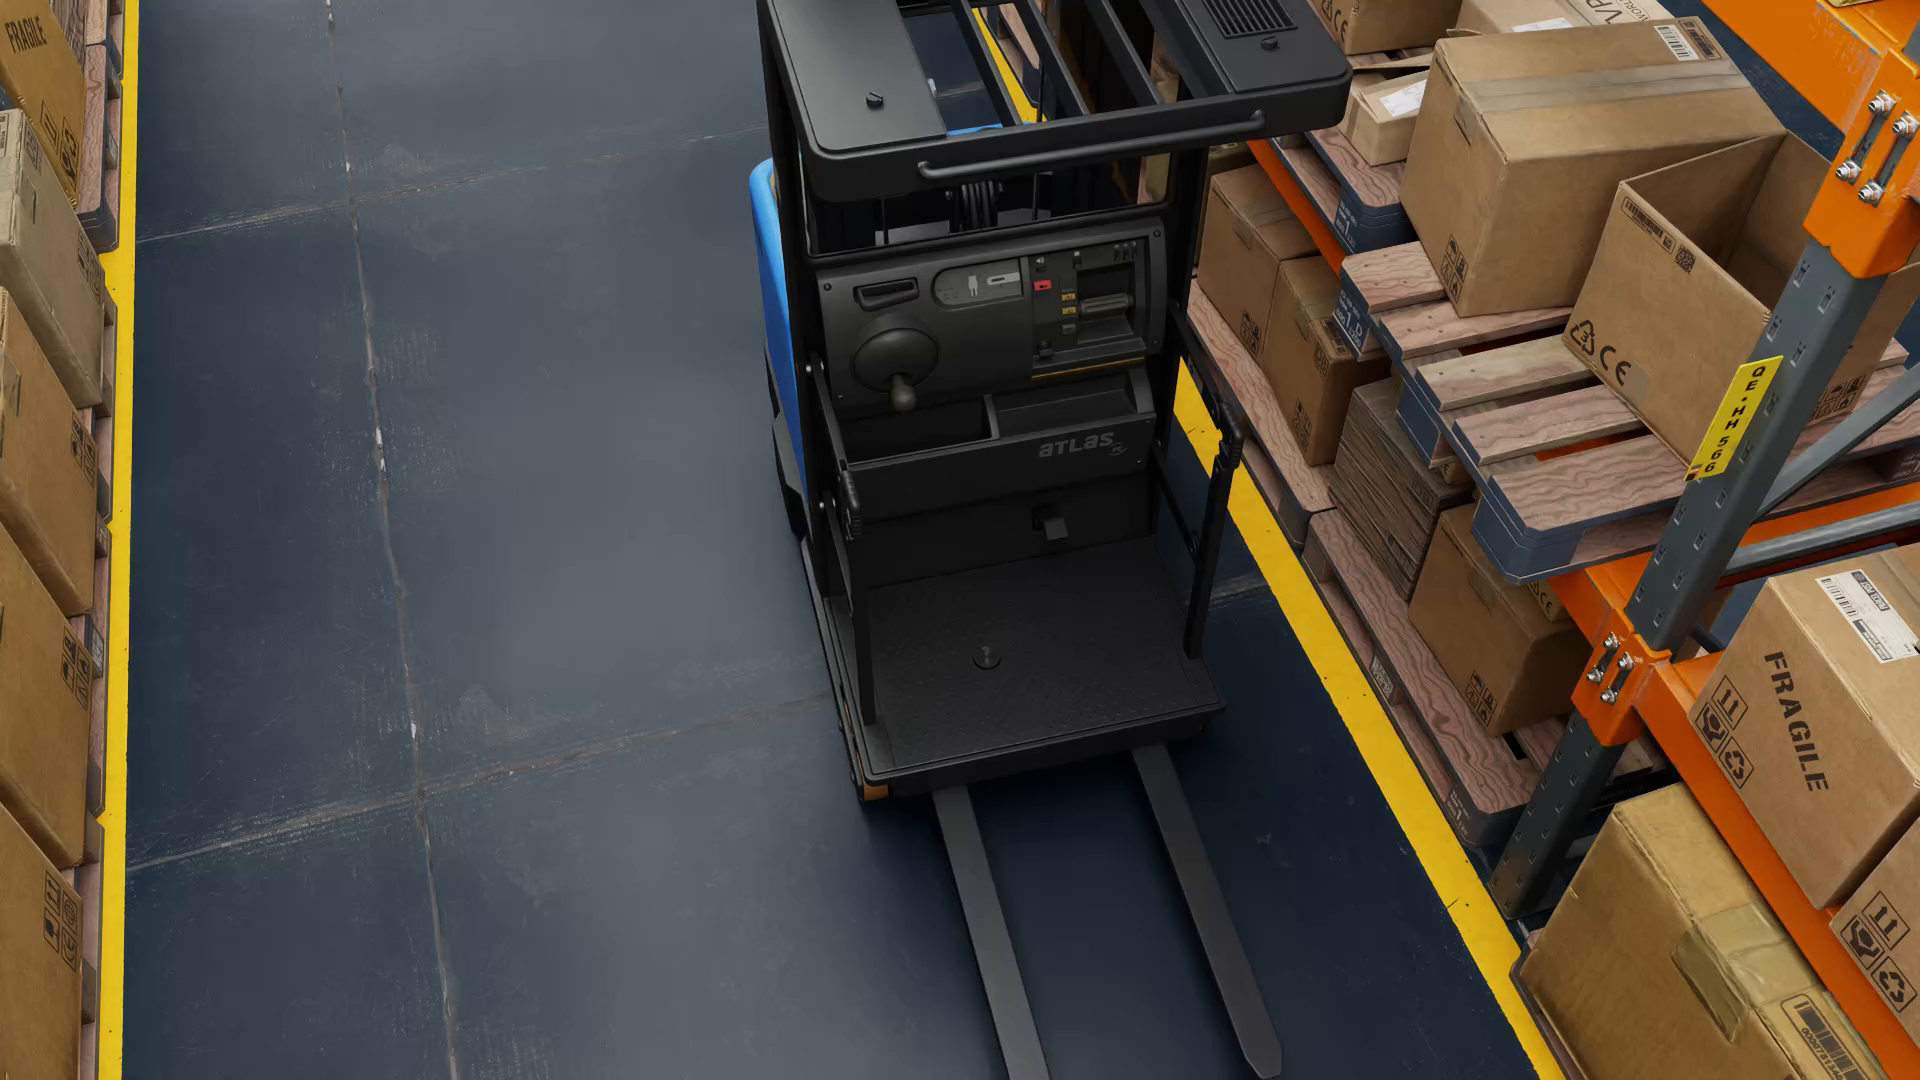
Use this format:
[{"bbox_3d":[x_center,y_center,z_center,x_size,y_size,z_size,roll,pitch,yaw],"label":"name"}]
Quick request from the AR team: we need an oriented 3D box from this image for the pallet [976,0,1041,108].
[{"bbox_3d":[0.626,-2.522,7.738,1.003,0.211,1.213,-13,51,-11],"label":"pallet"}]

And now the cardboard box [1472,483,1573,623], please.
[{"bbox_3d":[1.814,-0.078,4.710,0.500,0.250,0.500,-11,51,-9],"label":"cardboard box"}]

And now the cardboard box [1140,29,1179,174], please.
[{"bbox_3d":[1.019,-1.822,6.671,0.700,0.500,0.500,-17,52,-14],"label":"cardboard box"}]

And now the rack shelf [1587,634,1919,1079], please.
[{"bbox_3d":[2.632,1.675,2.846,1.077,0.370,4.000,-13,51,-11],"label":"rack shelf"}]

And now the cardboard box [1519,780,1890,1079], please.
[{"bbox_3d":[2.225,1.041,4.026,1.225,0.875,0.875,-15,52,-13],"label":"cardboard box"}]

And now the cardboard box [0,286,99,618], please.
[{"bbox_3d":[-3.359,-0.163,5.122,1.050,0.750,0.750,-13,51,-11],"label":"cardboard box"}]

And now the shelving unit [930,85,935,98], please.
[{"bbox_3d":[-0.259,-1.255,6.023,0.258,1.200,0.503,-11,51,-9],"label":"shelving unit"}]

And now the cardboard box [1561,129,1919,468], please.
[{"bbox_3d":[1.843,-0.570,3.929,0.500,0.500,0.500,-19,52,-15],"label":"cardboard box"}]

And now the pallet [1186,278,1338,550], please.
[{"bbox_3d":[1.454,-0.579,6.100,1.003,0.211,1.213,-13,51,-11],"label":"pallet"}]

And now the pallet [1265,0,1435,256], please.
[{"bbox_3d":[1.416,-1.392,5.087,1.003,0.211,1.213,-13,51,-11],"label":"pallet"}]

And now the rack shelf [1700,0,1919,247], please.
[{"bbox_3d":[1.449,-2.213,4.162,1.077,0.370,4.000,-13,51,-11],"label":"rack shelf"}]

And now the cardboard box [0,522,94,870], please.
[{"bbox_3d":[-3.083,0.517,4.549,1.050,0.750,0.750,-13,51,-10],"label":"cardboard box"}]

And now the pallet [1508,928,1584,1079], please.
[{"bbox_3d":[2.202,1.474,4.369,1.003,0.211,1.213,-13,51,-11],"label":"pallet"}]

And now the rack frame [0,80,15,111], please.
[{"bbox_3d":[-3.910,-1.891,5.382,1.000,3.000,0.127,-13,51,-11],"label":"rack frame"}]

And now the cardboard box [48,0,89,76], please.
[{"bbox_3d":[-4.299,-2.474,6.989,0.875,0.875,0.875,-13,51,-11],"label":"cardboard box"}]

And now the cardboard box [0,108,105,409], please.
[{"bbox_3d":[-3.641,-0.868,5.717,1.050,0.750,0.750,-14,51,-11],"label":"cardboard box"}]

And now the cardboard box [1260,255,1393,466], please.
[{"bbox_3d":[1.473,-0.653,5.686,0.700,0.500,0.500,-9,51,-8],"label":"cardboard box"}]

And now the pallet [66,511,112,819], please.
[{"bbox_3d":[-3.245,0.447,5.235,1.003,0.211,1.213,-13,51,-11],"label":"pallet"}]

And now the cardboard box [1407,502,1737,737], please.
[{"bbox_3d":[1.824,0.162,4.999,0.700,0.500,0.500,-16,52,-13],"label":"cardboard box"}]

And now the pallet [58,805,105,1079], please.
[{"bbox_3d":[-2.888,1.336,4.485,1.003,0.211,1.213,-13,51,-11],"label":"pallet"}]

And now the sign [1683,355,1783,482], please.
[{"bbox_3d":[1.525,-0.235,3.281,0.100,0.325,0.005,-13,51,-11],"label":"sign"}]

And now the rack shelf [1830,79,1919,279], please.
[{"bbox_3d":[2.632,0.709,1.699,1.077,0.370,4.000,-13,51,-11],"label":"rack shelf"}]

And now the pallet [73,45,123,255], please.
[{"bbox_3d":[-4.060,-1.565,6.932,1.003,0.211,1.213,-13,51,-11],"label":"pallet"}]

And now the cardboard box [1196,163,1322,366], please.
[{"bbox_3d":[1.308,-1.060,6.029,0.700,0.500,0.500,-17,52,-14],"label":"cardboard box"}]

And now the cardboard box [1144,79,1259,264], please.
[{"bbox_3d":[1.142,-1.469,6.374,0.700,0.500,0.500,-14,51,-11],"label":"cardboard box"}]

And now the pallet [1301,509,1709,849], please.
[{"bbox_3d":[1.811,0.310,5.350,1.003,0.211,1.213,-13,51,-11],"label":"pallet"}]

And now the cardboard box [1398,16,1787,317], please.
[{"bbox_3d":[1.582,-0.955,4.253,0.700,0.500,0.500,-7,50,-6],"label":"cardboard box"}]

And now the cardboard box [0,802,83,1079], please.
[{"bbox_3d":[-2.821,1.155,4.011,1.050,0.750,0.750,-14,51,-11],"label":"cardboard box"}]

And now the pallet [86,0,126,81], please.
[{"bbox_3d":[-4.425,-2.458,7.684,1.003,0.211,1.213,-13,51,-11],"label":"pallet"}]

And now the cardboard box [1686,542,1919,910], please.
[{"bbox_3d":[1.925,0.367,3.413,0.500,0.500,0.500,-12,51,-10],"label":"cardboard box"}]

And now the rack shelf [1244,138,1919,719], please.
[{"bbox_3d":[1.449,-1.246,5.309,1.077,0.370,4.000,-13,51,-11],"label":"rack shelf"}]

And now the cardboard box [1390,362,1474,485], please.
[{"bbox_3d":[1.647,-0.463,5.035,0.500,0.250,0.500,-8,50,-7],"label":"cardboard box"}]

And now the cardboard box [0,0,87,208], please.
[{"bbox_3d":[-4.029,-1.817,6.435,0.875,0.875,0.875,-13,51,-10],"label":"cardboard box"}]

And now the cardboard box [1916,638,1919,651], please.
[{"bbox_3d":[2.242,0.165,2.928,0.797,0.503,0.637,-12,51,-10],"label":"cardboard box"}]

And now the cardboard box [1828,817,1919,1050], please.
[{"bbox_3d":[2.079,0.743,3.096,0.500,0.500,0.500,-15,51,-12],"label":"cardboard box"}]

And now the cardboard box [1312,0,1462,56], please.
[{"bbox_3d":[1.459,-1.862,5.016,0.797,0.503,0.637,-9,50,-7],"label":"cardboard box"}]

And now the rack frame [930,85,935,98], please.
[{"bbox_3d":[-0.200,-1.074,5.871,0.240,1.200,0.015,-11,51,-9],"label":"rack frame"}]

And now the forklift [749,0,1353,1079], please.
[{"bbox_3d":[0.149,-0.483,4.240,1.130,2.935,3.031,-11,51,-9],"label":"forklift"}]

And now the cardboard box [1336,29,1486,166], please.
[{"bbox_3d":[1.290,-1.266,4.669,0.396,0.266,0.258,-15,51,-12],"label":"cardboard box"}]

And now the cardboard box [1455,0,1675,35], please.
[{"bbox_3d":[1.765,-1.380,4.775,0.500,0.250,0.500,-15,51,-12],"label":"cardboard box"}]

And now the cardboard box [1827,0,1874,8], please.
[{"bbox_3d":[1.666,-1.228,2.959,0.500,0.250,0.500,-13,51,-11],"label":"cardboard box"}]

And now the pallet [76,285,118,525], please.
[{"bbox_3d":[-3.610,-0.446,5.988,1.003,0.211,1.213,-13,51,-11],"label":"pallet"}]

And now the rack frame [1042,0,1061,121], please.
[{"bbox_3d":[0.858,-2.939,6.266,1.000,3.000,0.127,-13,51,-11],"label":"rack frame"}]

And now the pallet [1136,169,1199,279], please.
[{"bbox_3d":[1.090,-1.472,6.853,1.003,0.211,1.213,-13,51,-11],"label":"pallet"}]

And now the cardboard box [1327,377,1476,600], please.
[{"bbox_3d":[1.647,-0.240,5.338,0.700,0.500,0.500,-17,52,-14],"label":"cardboard box"}]

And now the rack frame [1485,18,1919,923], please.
[{"bbox_3d":[2.041,-0.017,3.803,1.000,3.000,0.127,-13,51,-11],"label":"rack frame"}]

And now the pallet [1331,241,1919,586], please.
[{"bbox_3d":[1.728,-0.452,4.294,1.213,0.211,1.003,-13,51,-11],"label":"pallet"}]
